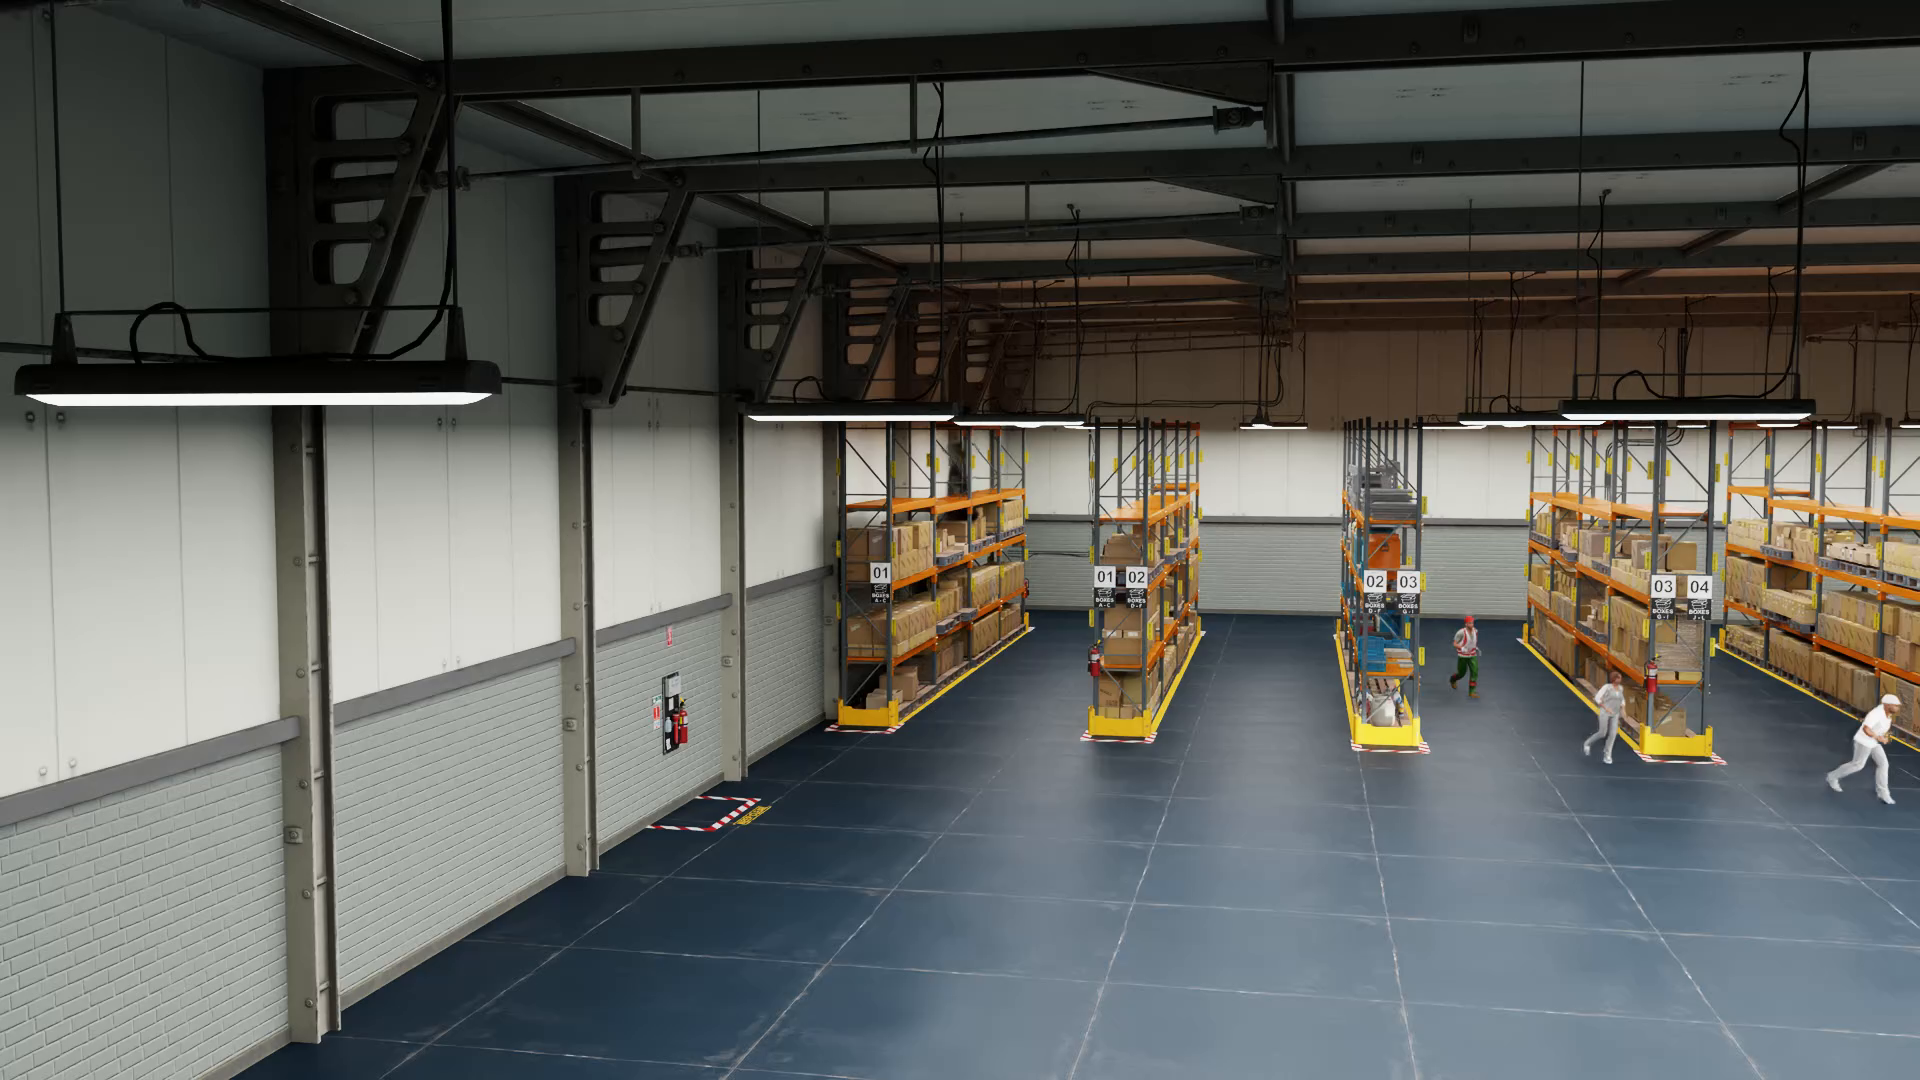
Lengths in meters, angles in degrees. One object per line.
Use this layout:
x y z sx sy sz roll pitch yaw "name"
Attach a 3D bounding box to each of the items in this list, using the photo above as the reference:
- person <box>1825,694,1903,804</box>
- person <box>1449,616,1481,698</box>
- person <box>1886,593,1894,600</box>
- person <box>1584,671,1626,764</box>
14.099 3.217 25.943 1.057 1.715 0.744 3 5 43 "person"
10.922 2.503 35.940 0.643 1.755 0.985 -1 4 -13 "person"
24.868 2.046 44.644 0.554 1.588 0.620 1 4 16 "person"
11.322 3.065 28.963 0.621 1.546 0.750 -1 4 -13 "person"
